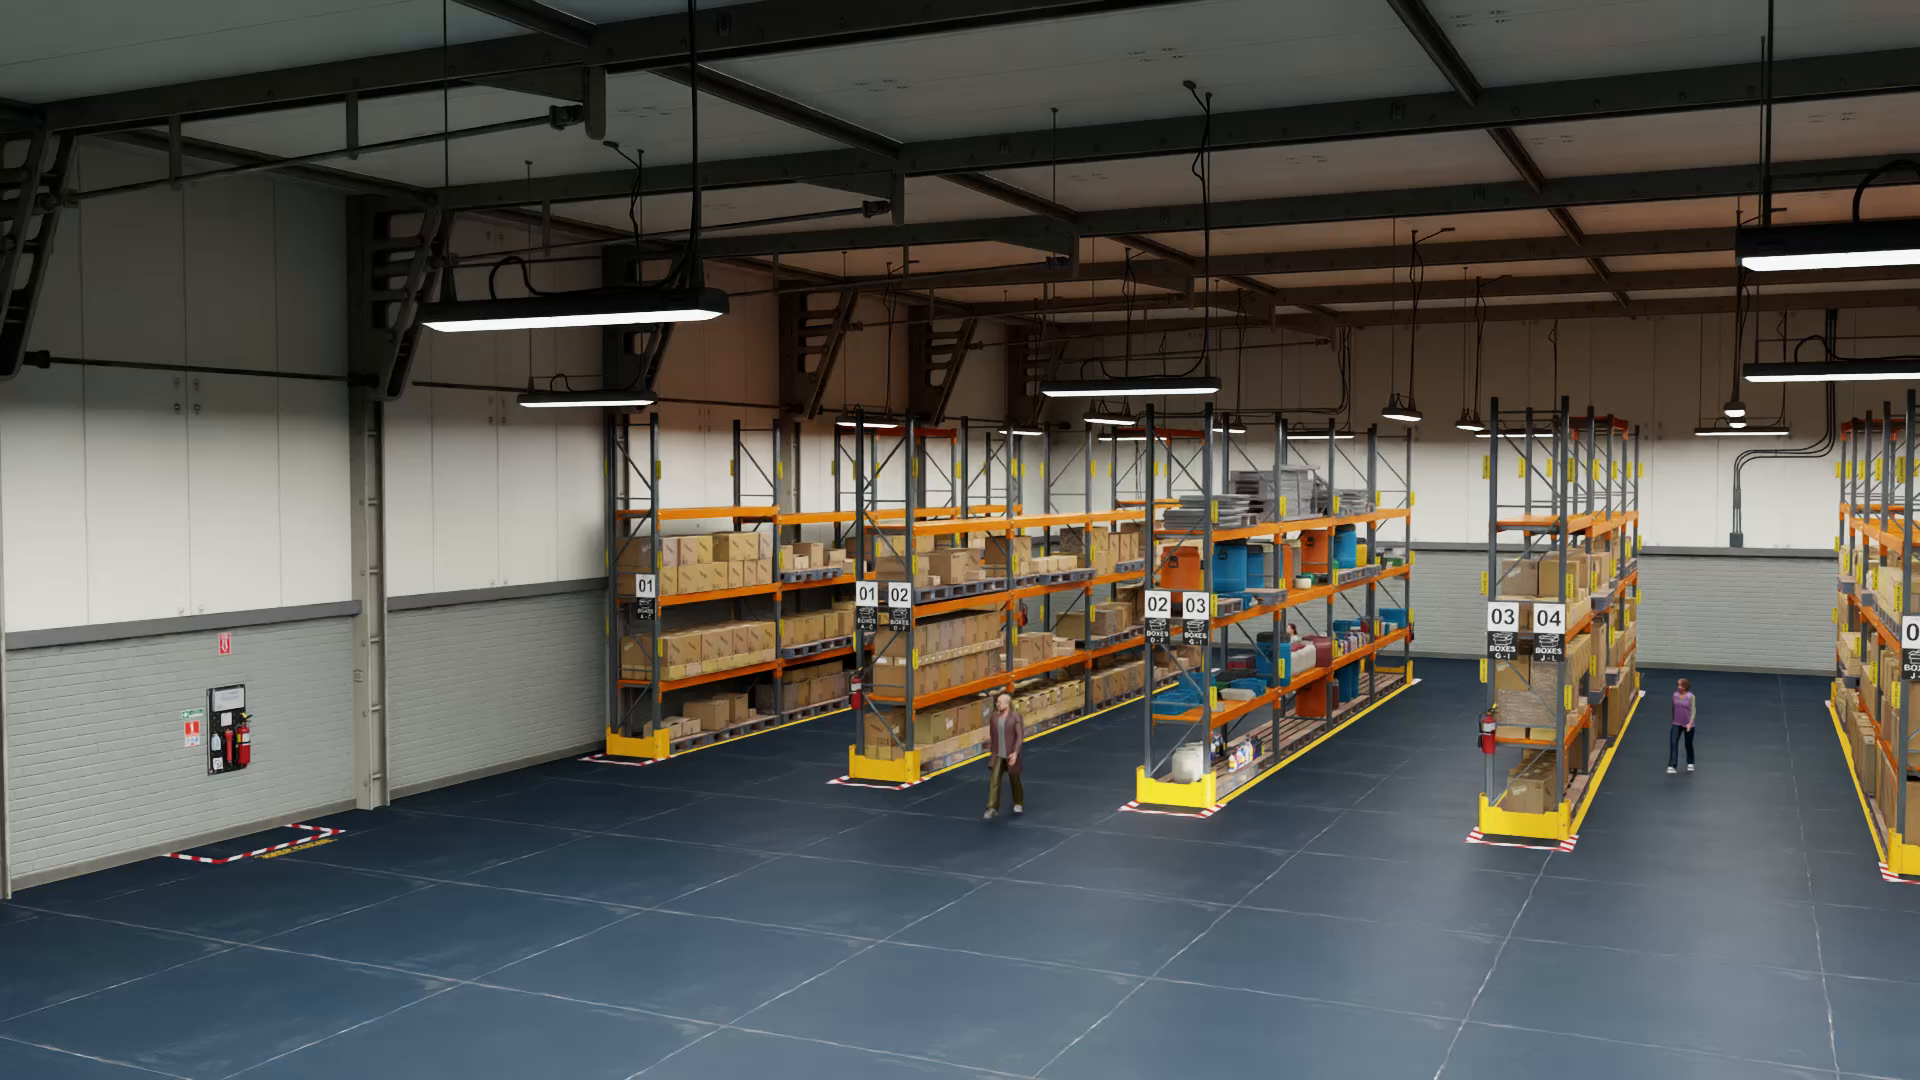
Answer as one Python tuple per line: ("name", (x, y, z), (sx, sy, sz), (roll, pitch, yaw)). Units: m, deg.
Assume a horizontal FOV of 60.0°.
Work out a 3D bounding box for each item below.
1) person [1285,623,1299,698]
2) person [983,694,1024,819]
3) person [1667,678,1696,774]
("person", (7.236, 2.633, 36.592), (1.042, 1.613, 0.534), (-2, 3, -40))
("person", (0.627, 3.099, 23.909), (0.609, 1.744, 1.046), (1, 3, 25))
("person", (11.872, 3.052, 27.347), (0.432, 1.552, 0.903), (2, 3, 40))
